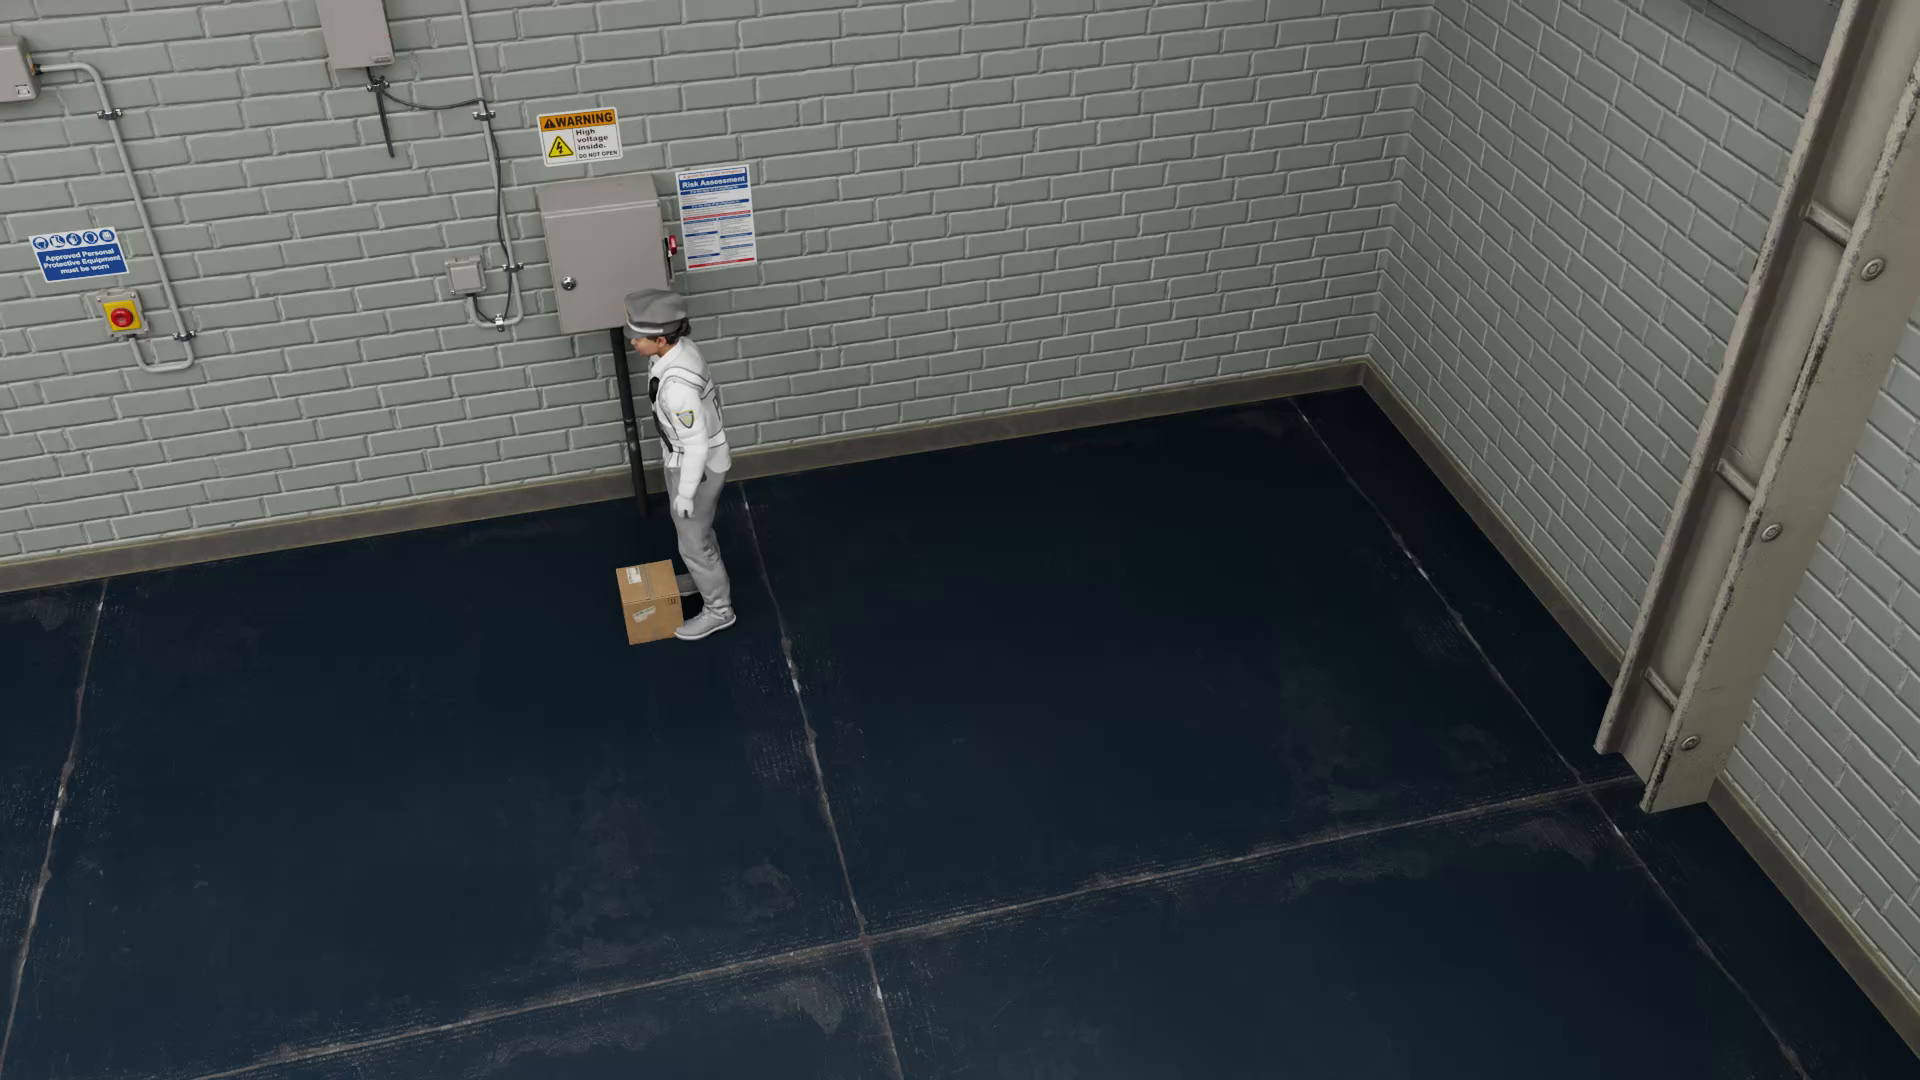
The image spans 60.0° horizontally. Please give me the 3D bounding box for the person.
[{"bbox_3d":[-1.161,-0.242,7.176,0.358,1.464,0.528,-9,39,-12],"label":"person"}]
